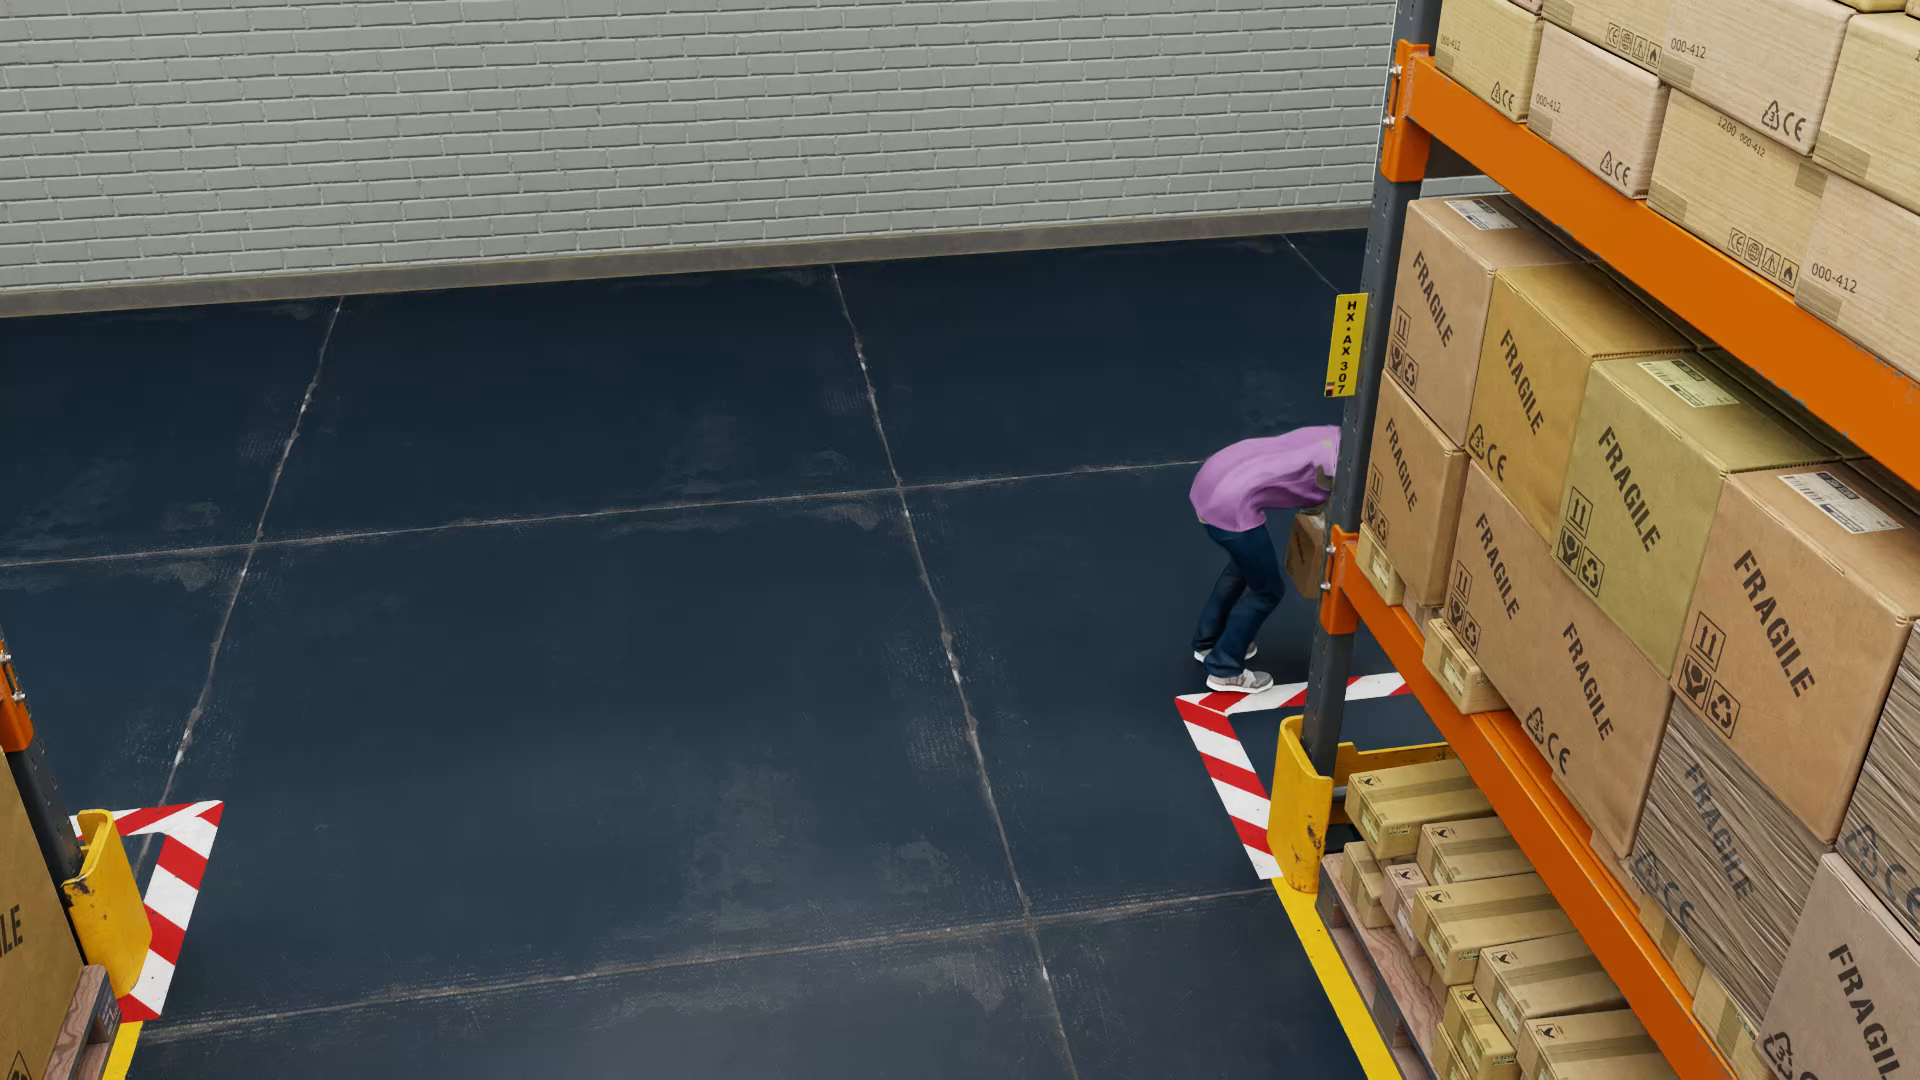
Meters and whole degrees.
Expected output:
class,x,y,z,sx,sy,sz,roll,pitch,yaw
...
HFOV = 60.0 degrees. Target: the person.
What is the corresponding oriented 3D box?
class,x,y,z,sx,sy,sz,roll,pitch,yaw
person,1.308,0.040,6.524,0.848,1.139,0.385,-4,31,-7
